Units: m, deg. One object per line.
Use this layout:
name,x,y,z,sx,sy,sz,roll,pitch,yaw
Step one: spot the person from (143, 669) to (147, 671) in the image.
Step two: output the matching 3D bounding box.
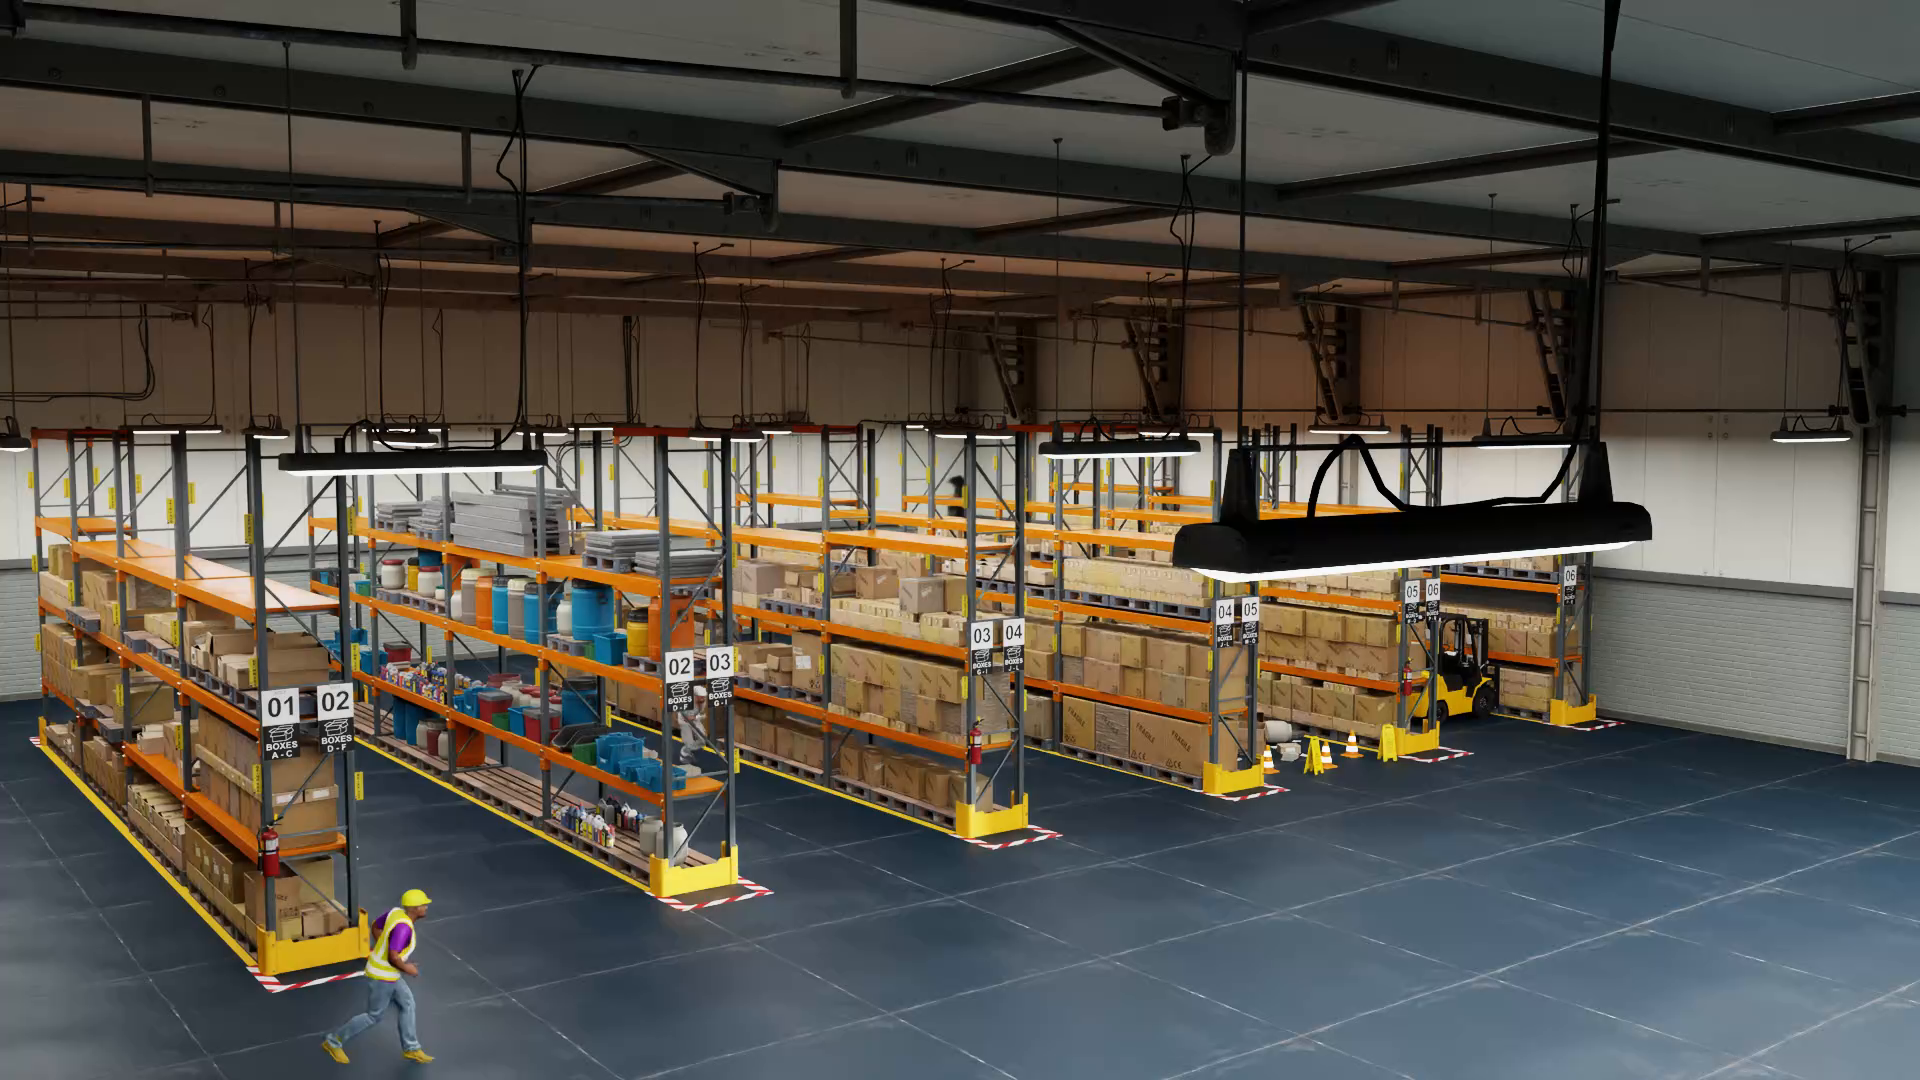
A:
person,-16.297,2.848,33.096,0.823,1.771,0.676,3,5,30

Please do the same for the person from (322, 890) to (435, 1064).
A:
person,-5.594,4.248,15.996,1.029,1.716,0.731,-2,5,-25

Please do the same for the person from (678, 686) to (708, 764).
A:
person,-4.694,3.272,29.337,0.976,1.483,0.663,4,6,43
